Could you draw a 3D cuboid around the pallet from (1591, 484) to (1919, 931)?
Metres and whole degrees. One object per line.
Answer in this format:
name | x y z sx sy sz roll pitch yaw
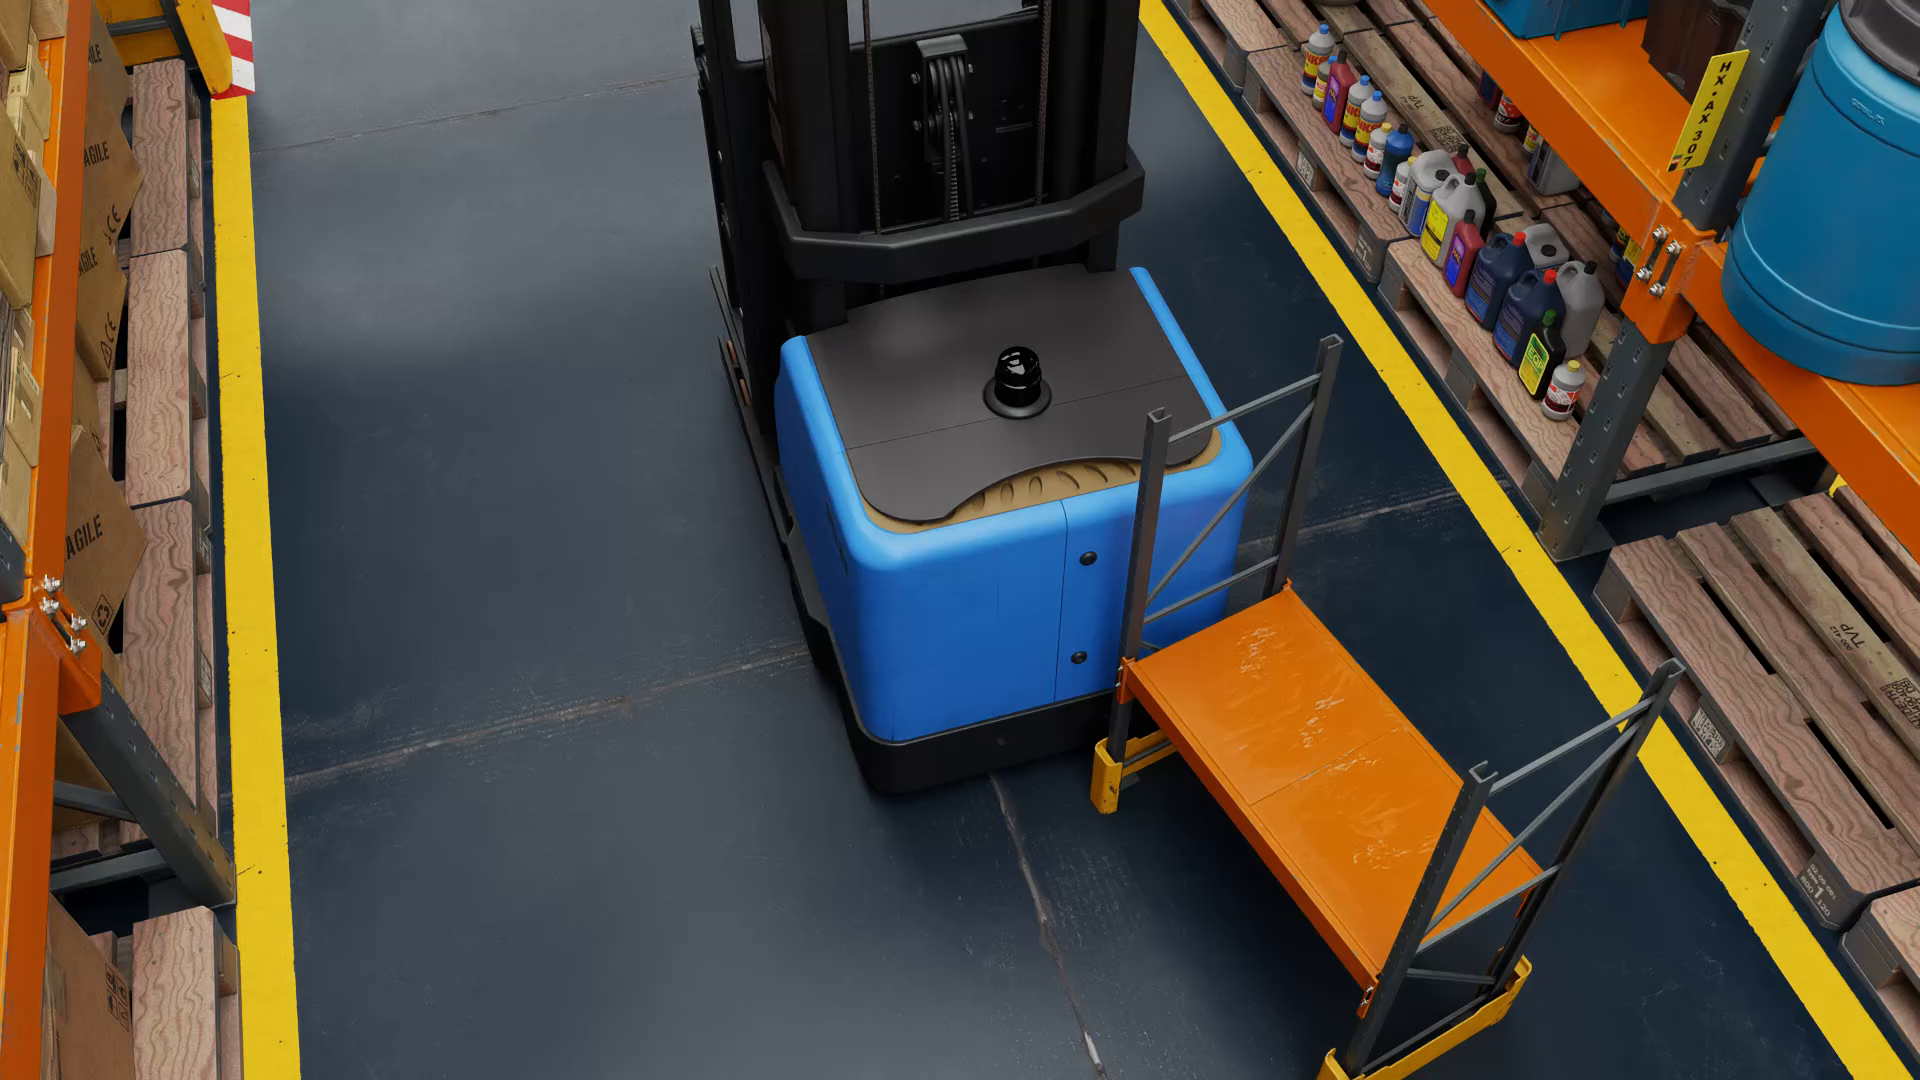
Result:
pallet | 2.580 0.417 4.760 1.003 0.211 1.213 -13 51 -11

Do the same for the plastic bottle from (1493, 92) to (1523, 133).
plastic bottle | 2.065 -1.632 6.207 0.097 0.201 0.097 0 50 0

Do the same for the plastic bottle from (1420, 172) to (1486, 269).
plastic bottle | 1.692 -1.116 5.674 0.144 0.351 0.185 -14 51 -11

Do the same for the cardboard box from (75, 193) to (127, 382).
cardboard box | -3.059 -0.828 5.346 0.500 0.500 0.500 -9 50 -8

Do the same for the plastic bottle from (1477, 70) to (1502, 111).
plastic bottle | 2.036 -1.777 6.275 0.061 0.283 0.133 -13 51 -11

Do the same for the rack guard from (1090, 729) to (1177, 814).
rack guard | 0.630 0.548 4.625 0.587 0.250 0.087 -24 54 -19

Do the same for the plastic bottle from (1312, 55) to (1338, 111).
plastic bottle | 1.397 -1.738 6.295 0.097 0.201 0.097 0 50 0

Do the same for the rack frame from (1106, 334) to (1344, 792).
rack frame | 0.620 0.132 4.158 0.500 1.500 0.032 -24 54 -19

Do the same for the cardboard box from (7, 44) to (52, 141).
cardboard box | -2.654 -1.163 4.433 0.380 0.149 0.250 -13 51 -11

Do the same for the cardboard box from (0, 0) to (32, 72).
cardboard box | -2.962 -1.487 4.282 0.875 0.500 0.500 -13 51 -11

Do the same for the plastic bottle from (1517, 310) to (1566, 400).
plastic bottle | 1.853 -0.590 5.274 0.061 0.283 0.133 -11 51 -9

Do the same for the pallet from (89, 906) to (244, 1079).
pallet | -2.189 1.540 3.813 1.003 0.211 1.213 -13 51 -11

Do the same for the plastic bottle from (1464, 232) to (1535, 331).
plastic bottle | 1.788 -0.880 5.475 0.144 0.351 0.185 -16 52 -13

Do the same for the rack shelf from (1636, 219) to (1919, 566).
rack shelf | 2.902 0.646 3.214 1.077 0.370 4.000 -13 51 -11

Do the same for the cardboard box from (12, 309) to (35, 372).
cardboard box | -2.359 -0.433 3.817 0.380 0.149 0.250 -13 51 -11

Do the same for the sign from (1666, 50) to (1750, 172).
sign | 1.782 -1.019 3.966 0.100 0.325 0.005 -13 51 -11

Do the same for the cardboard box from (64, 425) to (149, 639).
cardboard box | -2.678 0.026 4.627 0.500 0.500 0.500 1 50 1

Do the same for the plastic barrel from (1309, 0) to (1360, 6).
plastic barrel | 1.543 -2.472 6.725 0.421 0.512 0.421 0 50 0

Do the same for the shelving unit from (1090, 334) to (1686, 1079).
shelving unit | 0.877 0.475 3.868 0.587 1.500 1.083 -24 54 -19

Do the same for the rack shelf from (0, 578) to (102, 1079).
rack shelf | -1.829 1.766 2.270 1.077 0.370 4.000 -13 51 -11

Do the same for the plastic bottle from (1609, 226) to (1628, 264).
plastic bottle | 2.310 -1.071 5.688 0.097 0.271 0.097 0 50 0

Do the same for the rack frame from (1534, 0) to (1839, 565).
rack frame | 2.310 -1.046 4.170 1.000 3.000 0.127 -13 51 -11

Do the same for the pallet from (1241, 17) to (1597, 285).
pallet | 1.787 -1.540 6.410 1.003 0.211 1.213 -13 51 -11

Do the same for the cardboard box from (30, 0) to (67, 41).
cardboard box | -2.778 -1.534 4.745 0.380 0.149 0.250 -13 51 -11

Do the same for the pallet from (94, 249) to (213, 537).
pallet | -3.018 -0.403 5.452 1.003 0.211 1.213 -13 51 -11

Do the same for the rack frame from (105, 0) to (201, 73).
rack frame | -3.604 -2.848 5.689 1.000 3.000 0.127 -13 51 -11

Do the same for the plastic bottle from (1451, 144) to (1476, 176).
plastic bottle | 1.750 -1.238 5.821 0.061 0.283 0.133 -13 51 -11

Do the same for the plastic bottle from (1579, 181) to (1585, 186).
plastic bottle | 2.287 -1.466 5.969 0.144 0.351 0.185 -14 51 -11

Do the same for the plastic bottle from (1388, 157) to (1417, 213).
plastic bottle | 1.587 -1.267 5.899 0.097 0.201 0.097 0 50 0

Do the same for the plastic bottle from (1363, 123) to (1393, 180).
plastic bottle | 1.526 -1.417 6.026 0.097 0.201 0.097 0 50 0

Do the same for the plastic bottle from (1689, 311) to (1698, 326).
plastic bottle | 2.412 -0.850 5.494 0.061 0.283 0.133 -13 51 -11

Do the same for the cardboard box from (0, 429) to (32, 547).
cardboard box | -2.197 -0.071 3.512 0.380 0.149 0.250 -13 51 -11

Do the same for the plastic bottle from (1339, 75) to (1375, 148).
plastic bottle | 1.467 -1.585 6.121 0.097 0.271 0.097 0 50 0

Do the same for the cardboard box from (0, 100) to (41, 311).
cardboard box | -2.609 -0.771 3.678 0.875 0.500 0.500 -13 51 -11

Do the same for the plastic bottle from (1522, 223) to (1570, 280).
plastic bottle | 1.922 -0.908 5.547 0.152 0.276 0.135 -13 51 -11

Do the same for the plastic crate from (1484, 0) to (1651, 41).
plastic crate | 1.724 -1.745 4.857 0.499 0.251 0.616 -13 51 -11

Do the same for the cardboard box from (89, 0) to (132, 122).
cardboard box | -3.435 -1.718 6.097 0.500 0.500 0.500 -5 50 -4

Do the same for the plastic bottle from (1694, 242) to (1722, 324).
plastic bottle | 2.513 -0.872 5.517 0.152 0.276 0.135 -12 51 -10

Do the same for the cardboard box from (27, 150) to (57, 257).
cardboard box | -2.477 -0.805 4.131 0.380 0.149 0.250 -13 51 -11

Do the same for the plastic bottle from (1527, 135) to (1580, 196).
plastic bottle | 2.153 -1.390 5.954 0.152 0.276 0.135 -13 51 -11

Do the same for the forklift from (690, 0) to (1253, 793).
forklift | -0.183 -1.406 4.518 1.130 2.935 3.031 -13 51 -11
